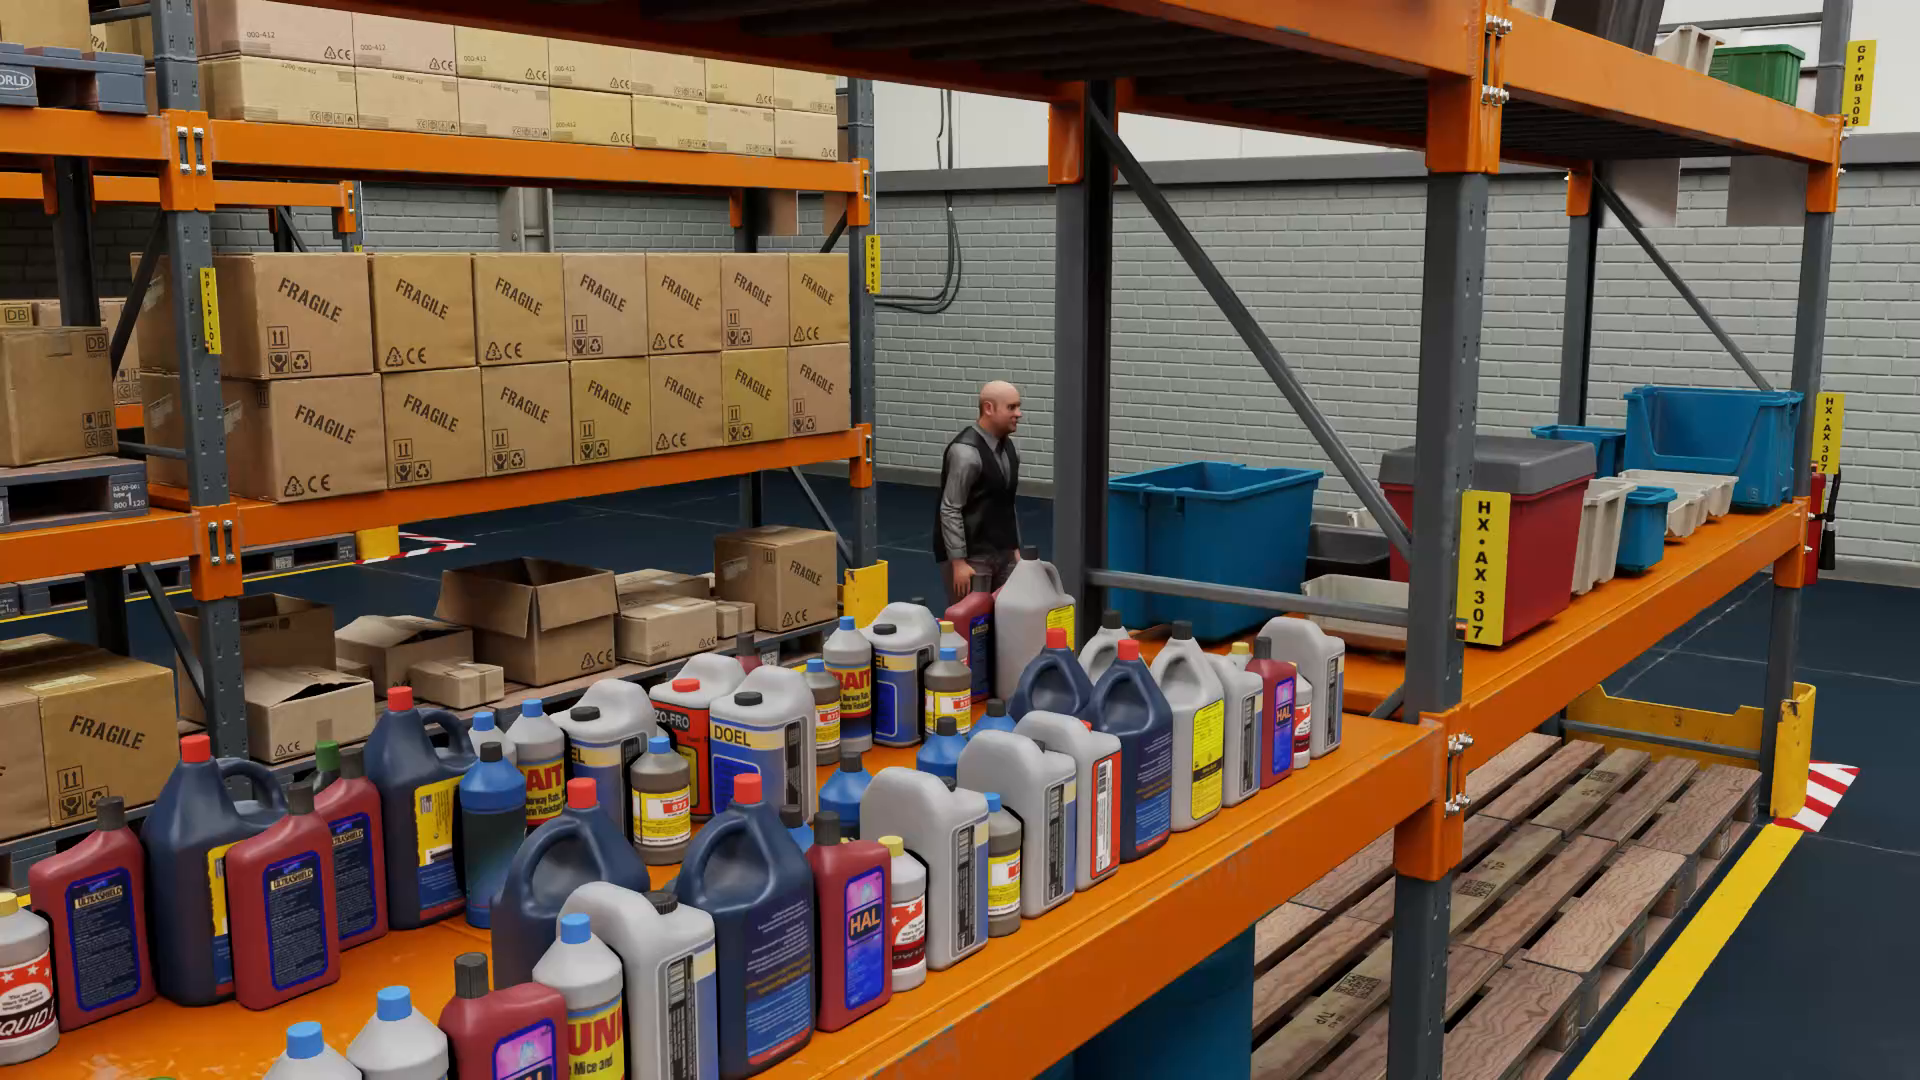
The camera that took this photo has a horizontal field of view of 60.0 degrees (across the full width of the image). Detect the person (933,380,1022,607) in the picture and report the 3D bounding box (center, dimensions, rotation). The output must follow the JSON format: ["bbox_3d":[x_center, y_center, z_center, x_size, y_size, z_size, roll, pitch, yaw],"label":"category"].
[{"bbox_3d":[0.125,0.108,7.835,0.475,1.720,0.590,6,12,32],"label":"person"}]
